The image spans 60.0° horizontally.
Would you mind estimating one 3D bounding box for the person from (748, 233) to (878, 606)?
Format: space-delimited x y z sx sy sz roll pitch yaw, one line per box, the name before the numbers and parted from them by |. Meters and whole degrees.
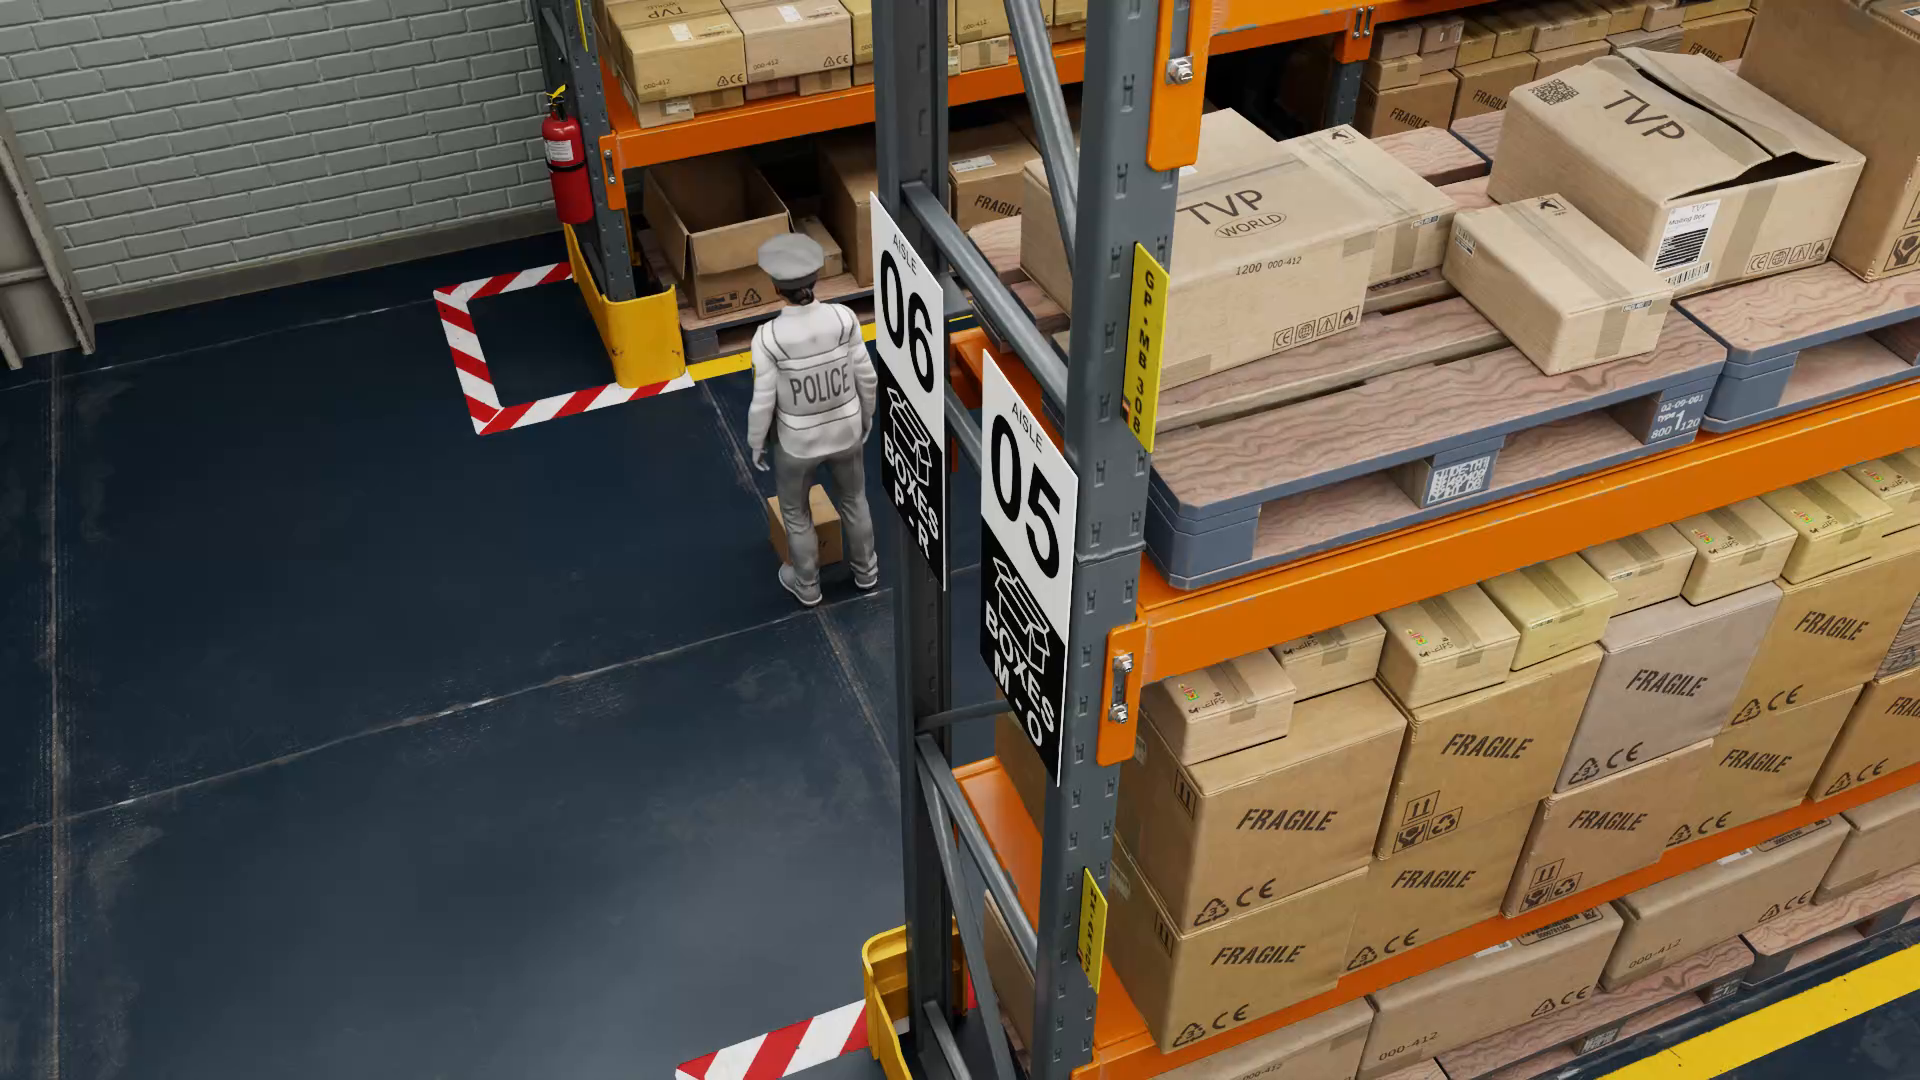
person | -0.583 -0.426 6.630 0.539 1.663 0.377 -16 45 -17
